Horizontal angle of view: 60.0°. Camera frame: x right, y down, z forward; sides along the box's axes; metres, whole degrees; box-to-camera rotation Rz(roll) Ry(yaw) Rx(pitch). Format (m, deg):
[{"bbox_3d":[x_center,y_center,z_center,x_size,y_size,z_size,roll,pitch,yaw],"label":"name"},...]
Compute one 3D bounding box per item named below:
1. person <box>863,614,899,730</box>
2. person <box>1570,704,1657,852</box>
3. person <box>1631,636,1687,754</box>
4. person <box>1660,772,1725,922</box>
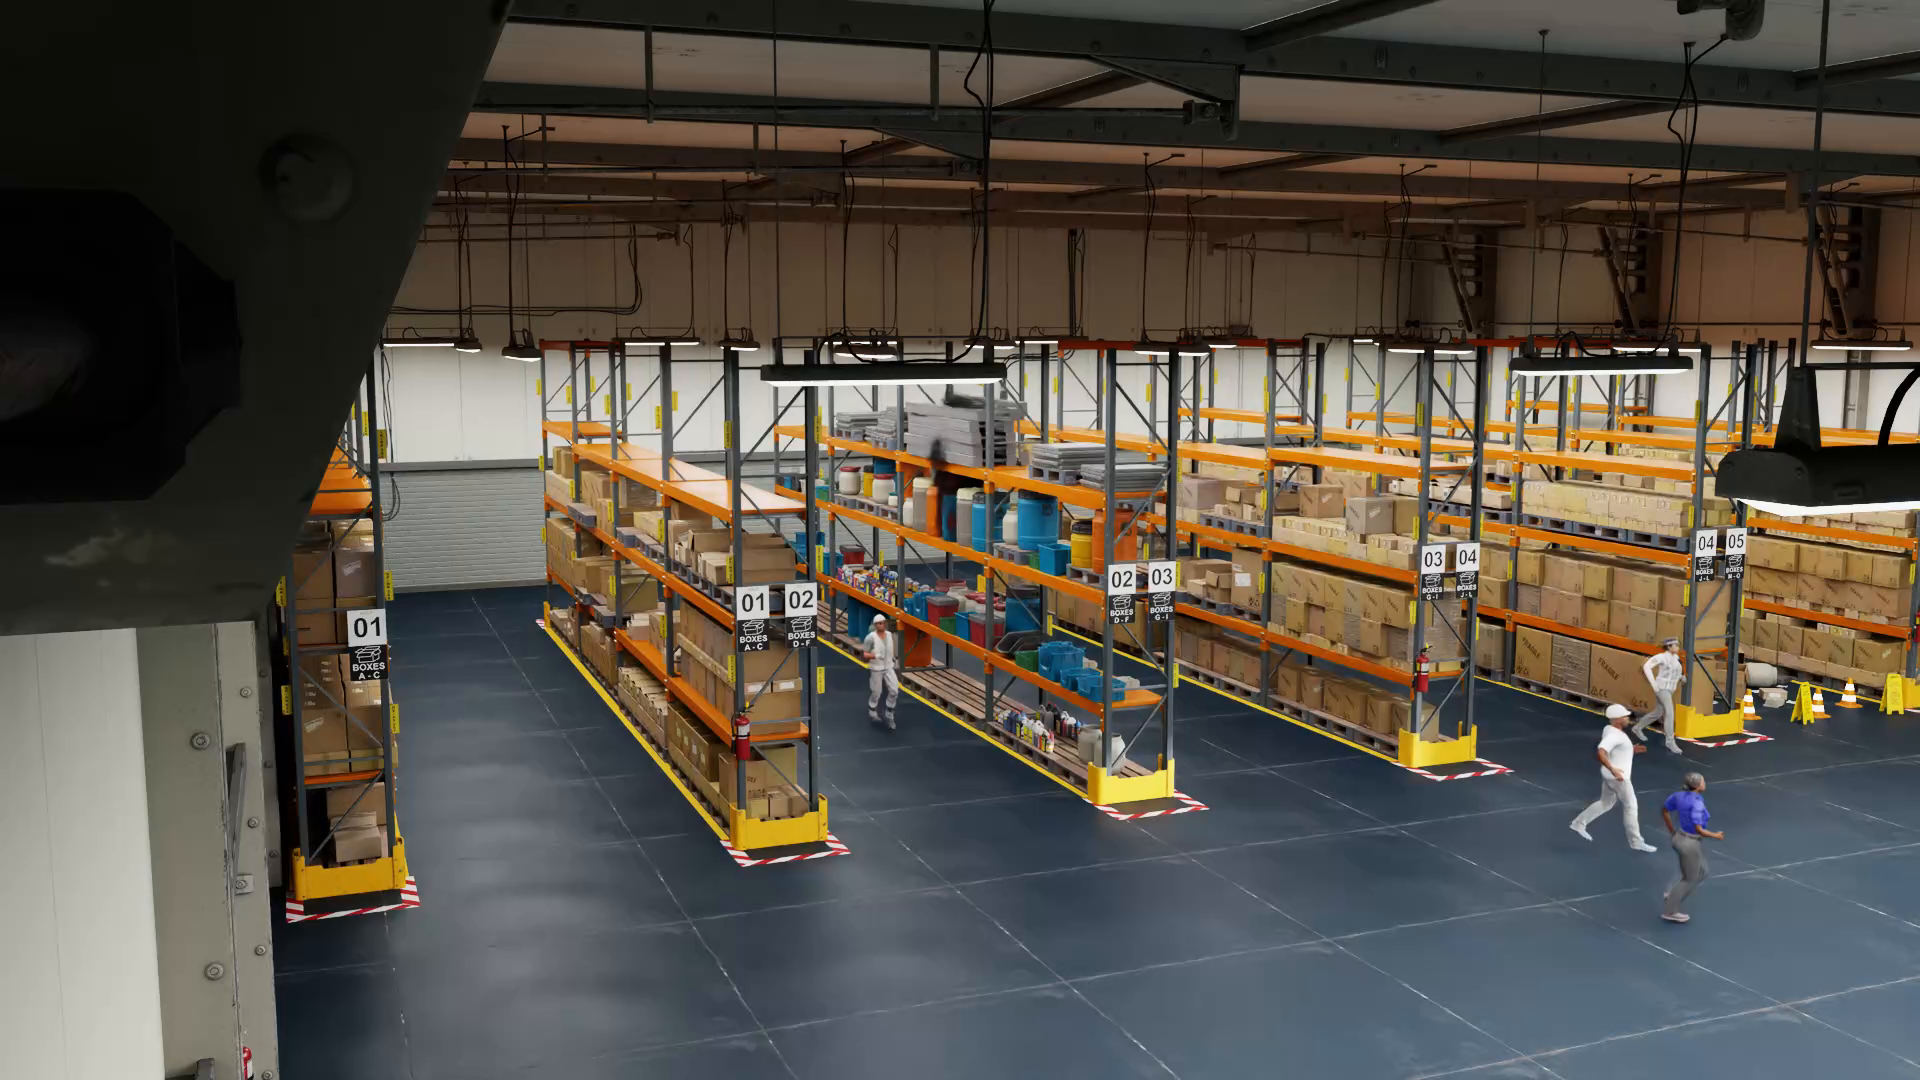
[{"bbox_3d":[-1.231,2.068,26.078,0.630,1.836,0.764,-4,8,-27],"label":"person"},{"bbox_3d":[7.884,2.837,19.978,0.982,1.757,0.700,1,8,10],"label":"person"},{"bbox_3d":[10.562,2.268,24.956,0.636,1.707,0.879,-6,10,-40],"label":"person"},{"bbox_3d":[7.759,3.244,17.603,0.585,1.624,0.586,0,7,2],"label":"person"}]
